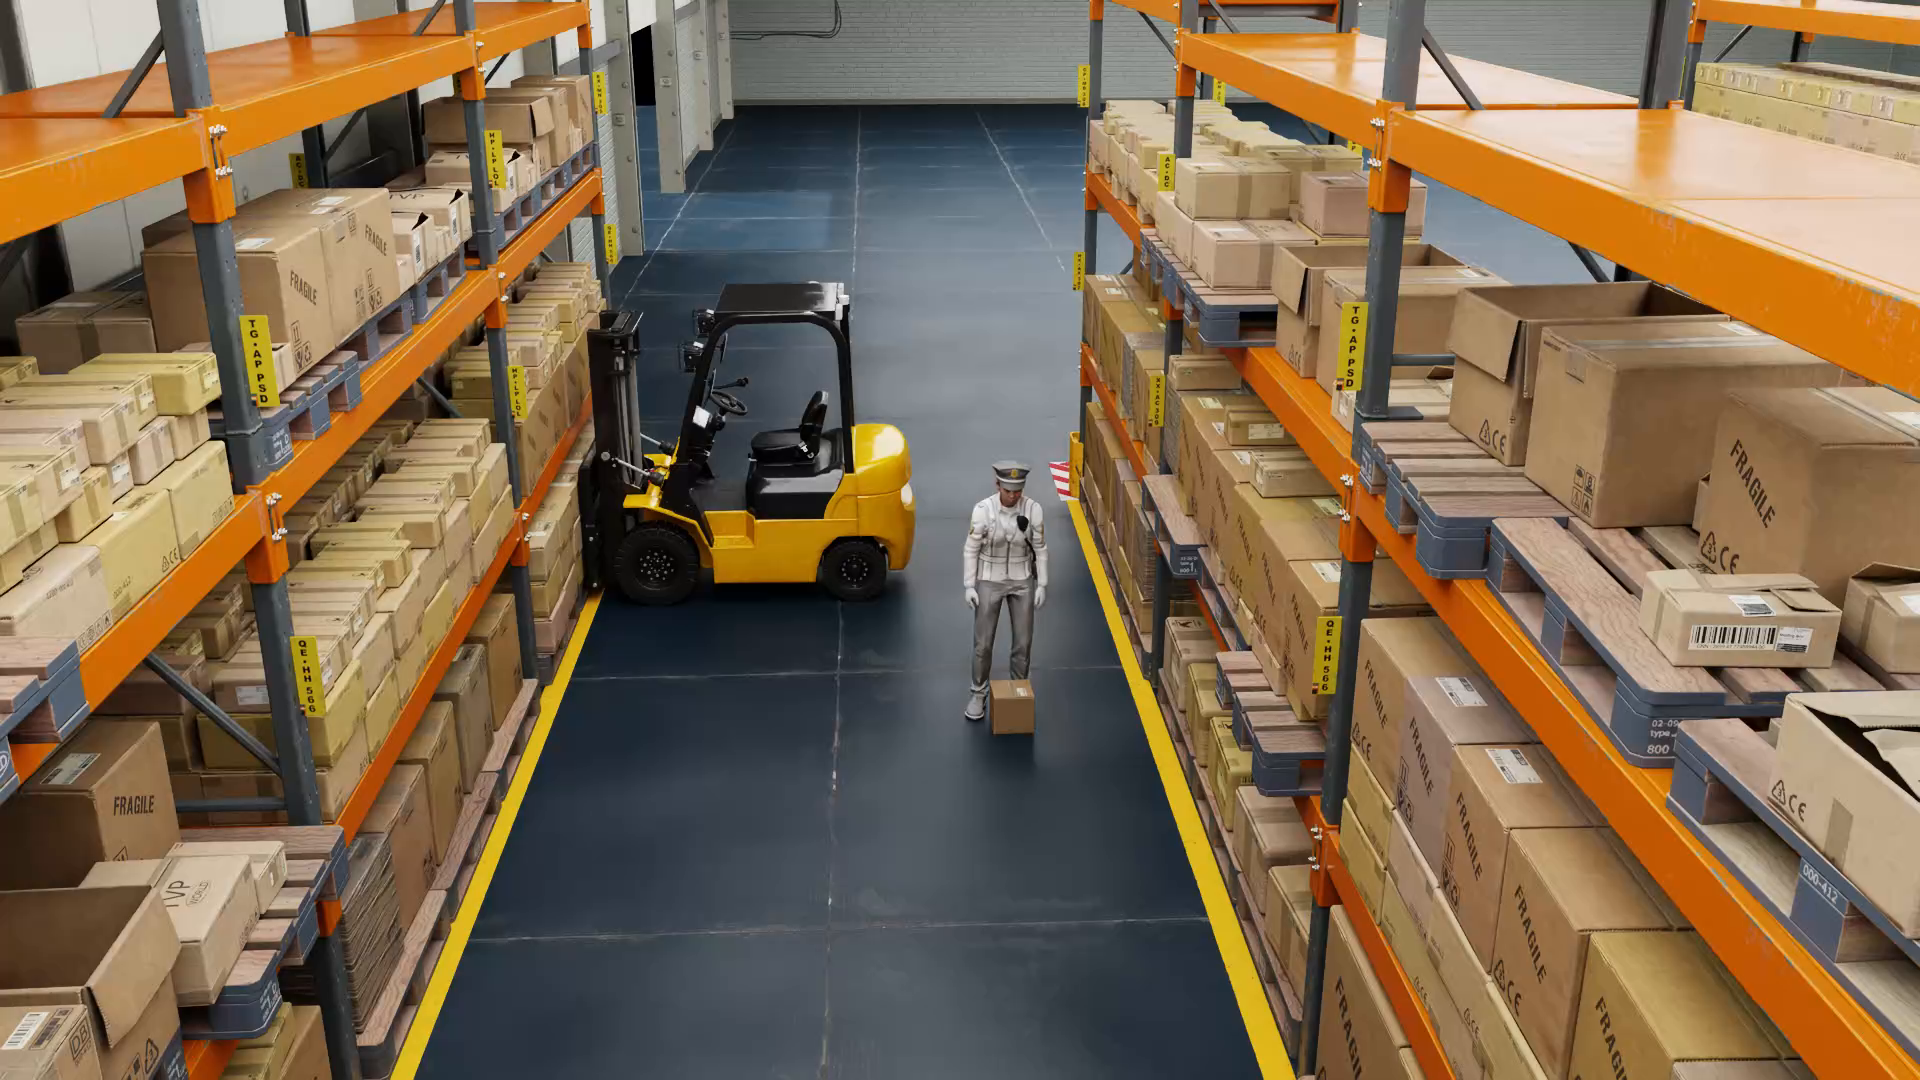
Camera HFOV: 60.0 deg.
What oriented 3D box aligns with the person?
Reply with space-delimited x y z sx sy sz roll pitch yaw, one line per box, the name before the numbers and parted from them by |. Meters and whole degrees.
person | 0.286 0.292 10.293 0.530 1.663 0.377 -2 21 -4
